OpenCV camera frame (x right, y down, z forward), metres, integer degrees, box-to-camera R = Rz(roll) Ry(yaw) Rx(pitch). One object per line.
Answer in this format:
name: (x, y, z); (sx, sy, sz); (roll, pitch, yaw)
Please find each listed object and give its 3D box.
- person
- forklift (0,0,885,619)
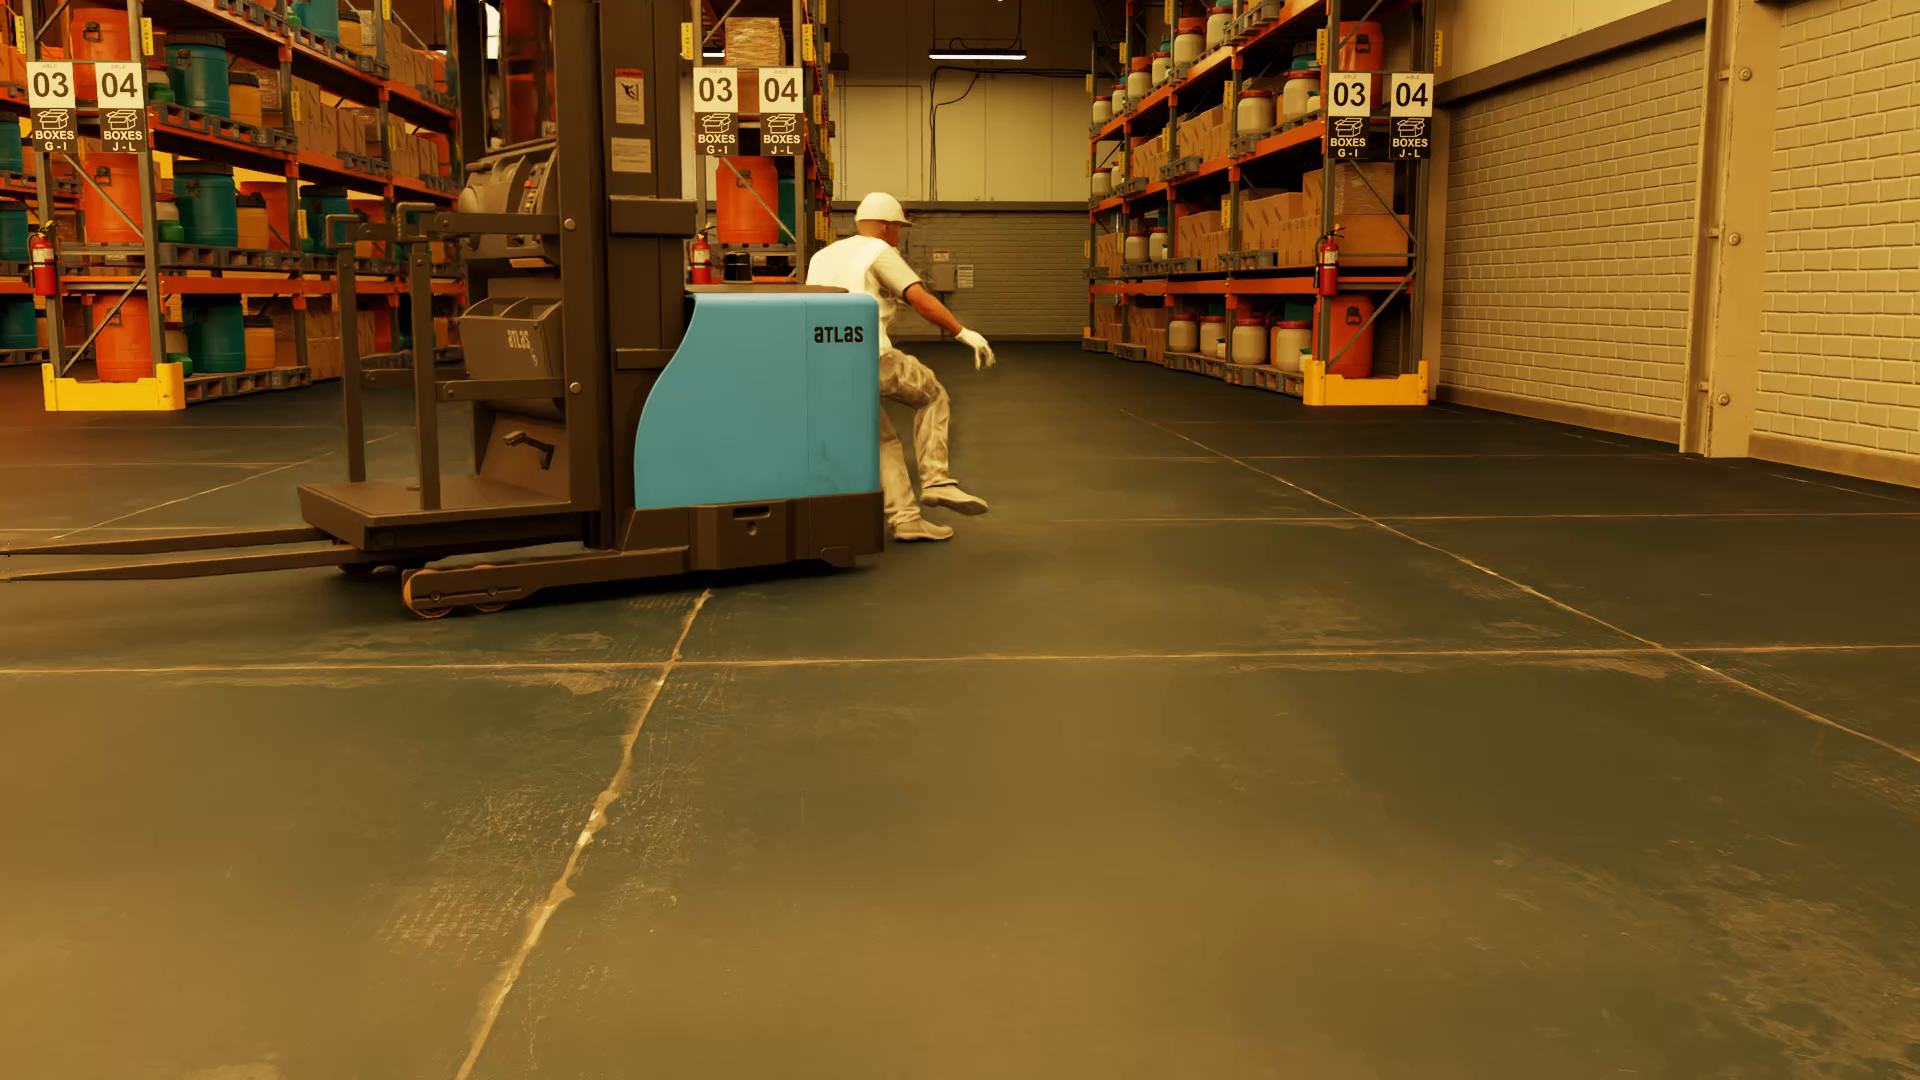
person: (-0.288, -0.798, 7.540); (1.009, 1.535, 0.925); (5, 10, 29)
forklift: (-1.810, -1.276, 5.921); (3.031, 2.935, 1.130); (-6, 10, -33)
